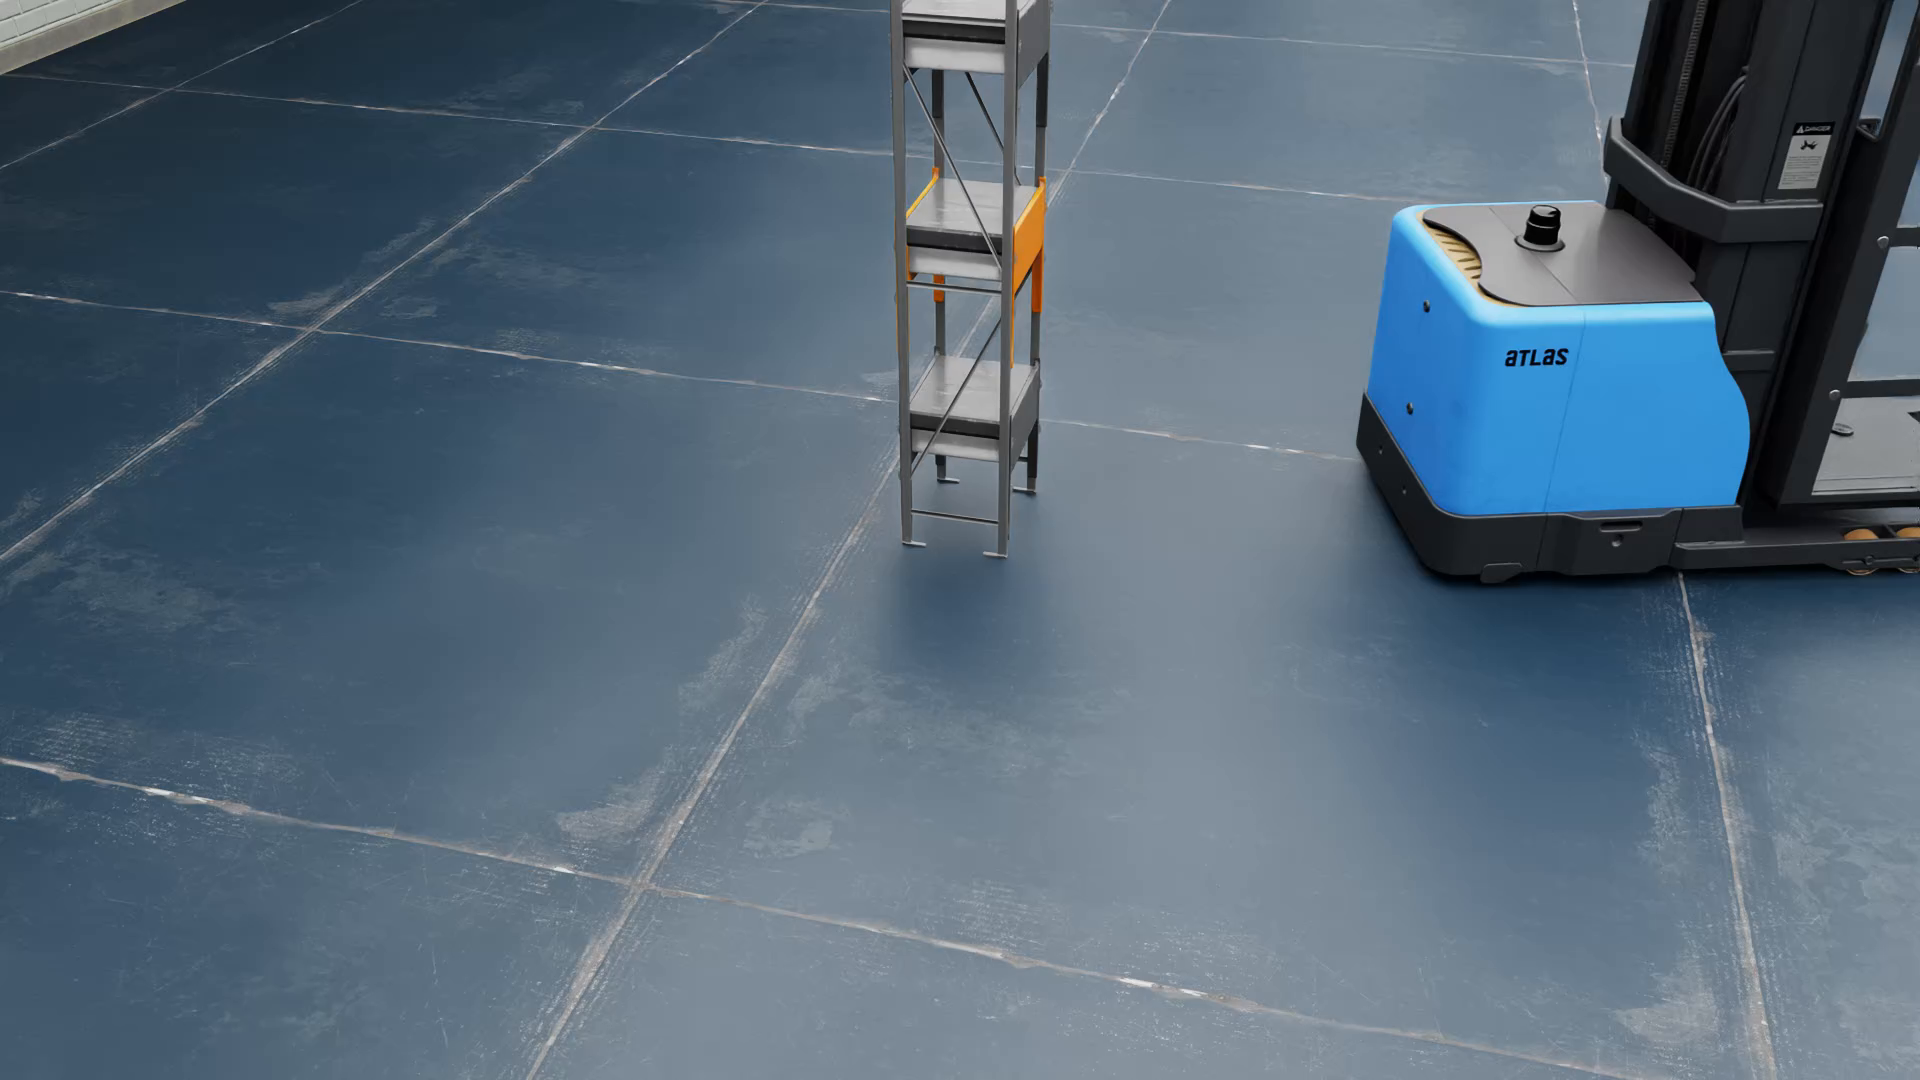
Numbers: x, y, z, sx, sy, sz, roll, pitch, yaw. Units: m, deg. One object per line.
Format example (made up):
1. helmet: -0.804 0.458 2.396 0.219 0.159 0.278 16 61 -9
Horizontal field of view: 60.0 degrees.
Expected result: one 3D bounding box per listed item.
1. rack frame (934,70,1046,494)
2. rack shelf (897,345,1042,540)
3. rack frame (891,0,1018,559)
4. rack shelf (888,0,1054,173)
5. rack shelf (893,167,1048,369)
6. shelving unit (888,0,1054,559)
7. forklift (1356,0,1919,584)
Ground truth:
1. rack frame: 0.104 -1.099 6.021 0.400 2.100 0.015 8 33 12
2. rack shelf: 0.042 -0.370 6.205 0.431 0.518 0.480 8 33 12
3. rack frame: -0.020 -0.845 5.623 0.400 2.100 0.015 8 33 12
4. rack shelf: 0.042 -1.551 5.454 0.431 0.518 0.480 8 33 12
5. rack shelf: 0.042 -0.960 5.829 0.431 0.518 0.480 8 33 12
6. shelving unit: 0.042 -0.972 5.822 0.431 2.100 0.503 8 33 12
7. forklift: 3.143 -1.390 5.705 3.031 2.935 1.130 -2 33 -4
